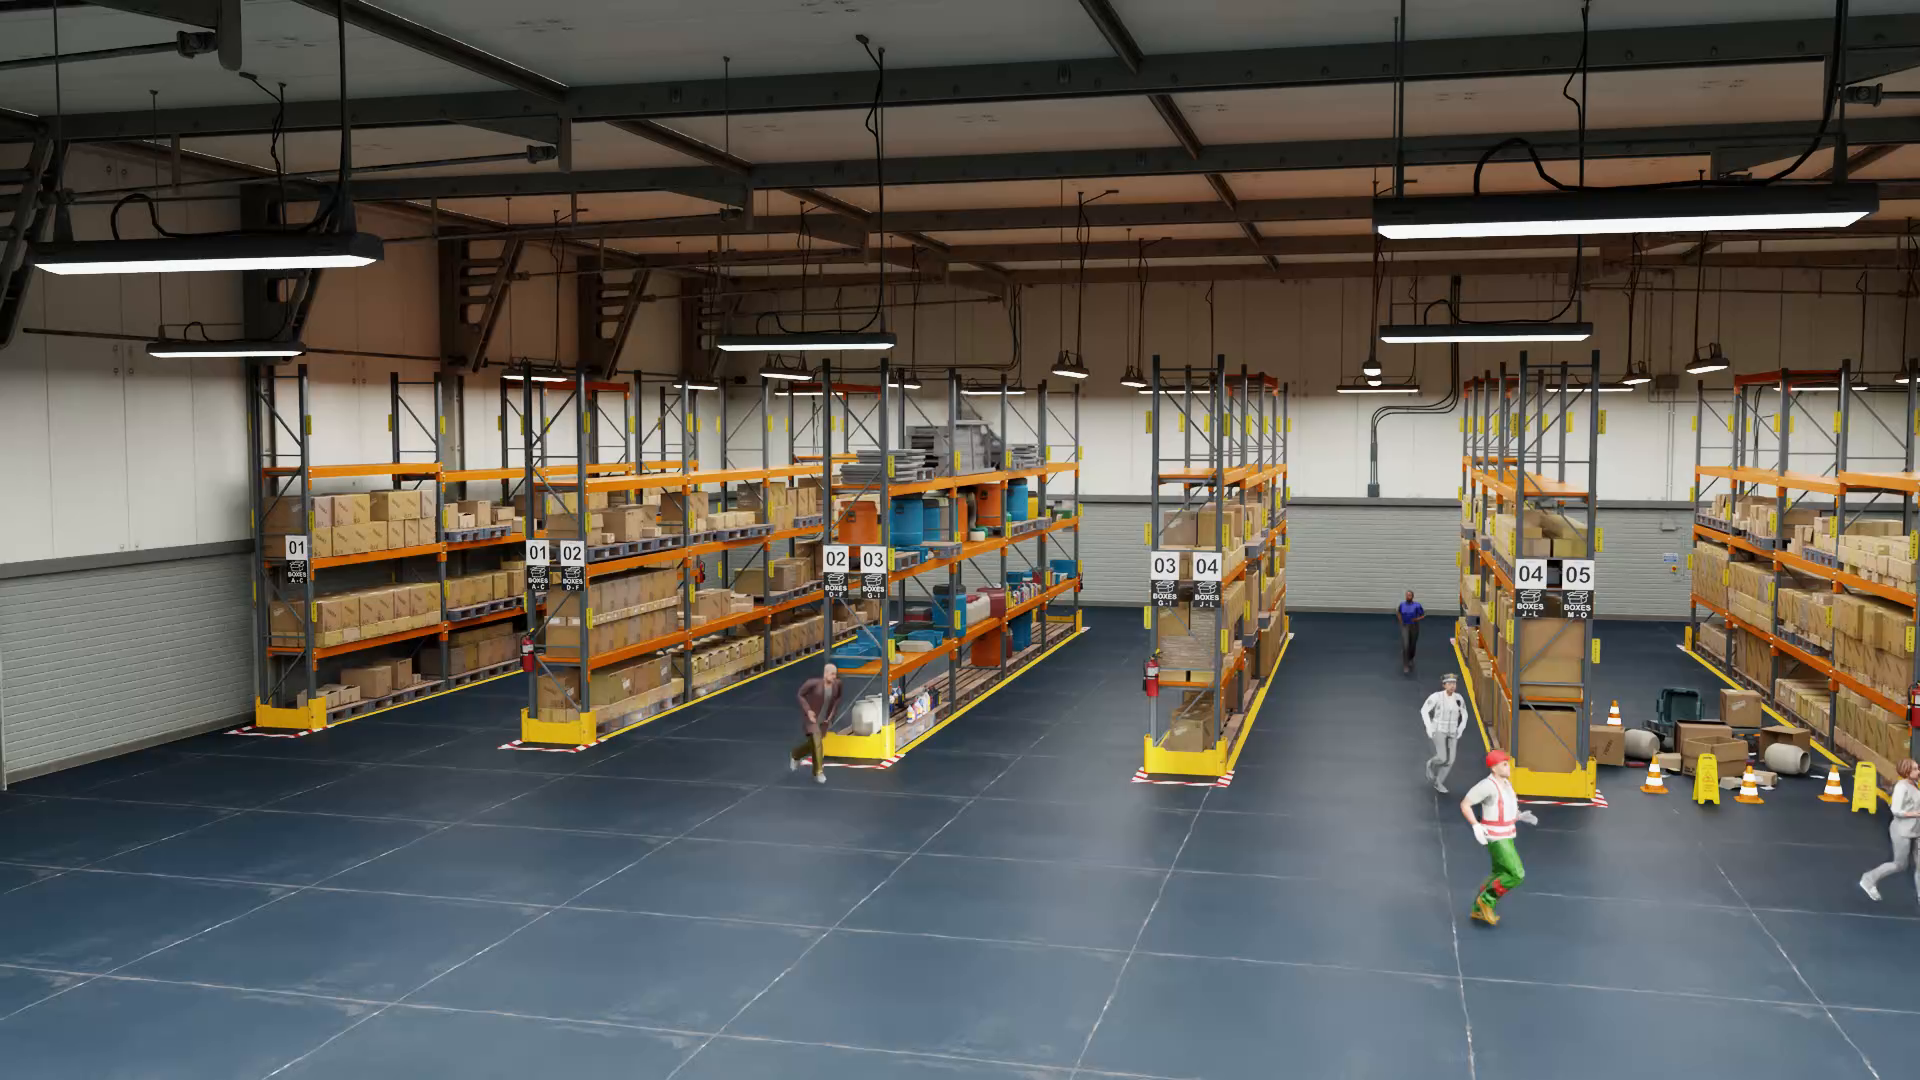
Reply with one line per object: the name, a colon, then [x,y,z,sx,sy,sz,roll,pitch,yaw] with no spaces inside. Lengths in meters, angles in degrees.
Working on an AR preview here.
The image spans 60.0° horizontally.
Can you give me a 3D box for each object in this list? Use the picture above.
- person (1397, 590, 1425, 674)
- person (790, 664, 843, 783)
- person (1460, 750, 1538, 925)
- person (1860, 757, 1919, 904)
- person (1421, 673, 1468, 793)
person: [9.165,1.849,33.814,0.567,1.675,0.849,1,4,19]
person: [-2.077,2.593,23.689,0.699,1.613,1.013,-3,5,-36]
person: [5.398,2.966,16.545,0.650,1.743,0.646,3,5,40]
person: [9.671,3.005,16.956,0.545,1.577,0.851,-3,5,-34]
person: [6.643,2.626,22.780,0.630,1.645,0.517,-1,4,-7]
